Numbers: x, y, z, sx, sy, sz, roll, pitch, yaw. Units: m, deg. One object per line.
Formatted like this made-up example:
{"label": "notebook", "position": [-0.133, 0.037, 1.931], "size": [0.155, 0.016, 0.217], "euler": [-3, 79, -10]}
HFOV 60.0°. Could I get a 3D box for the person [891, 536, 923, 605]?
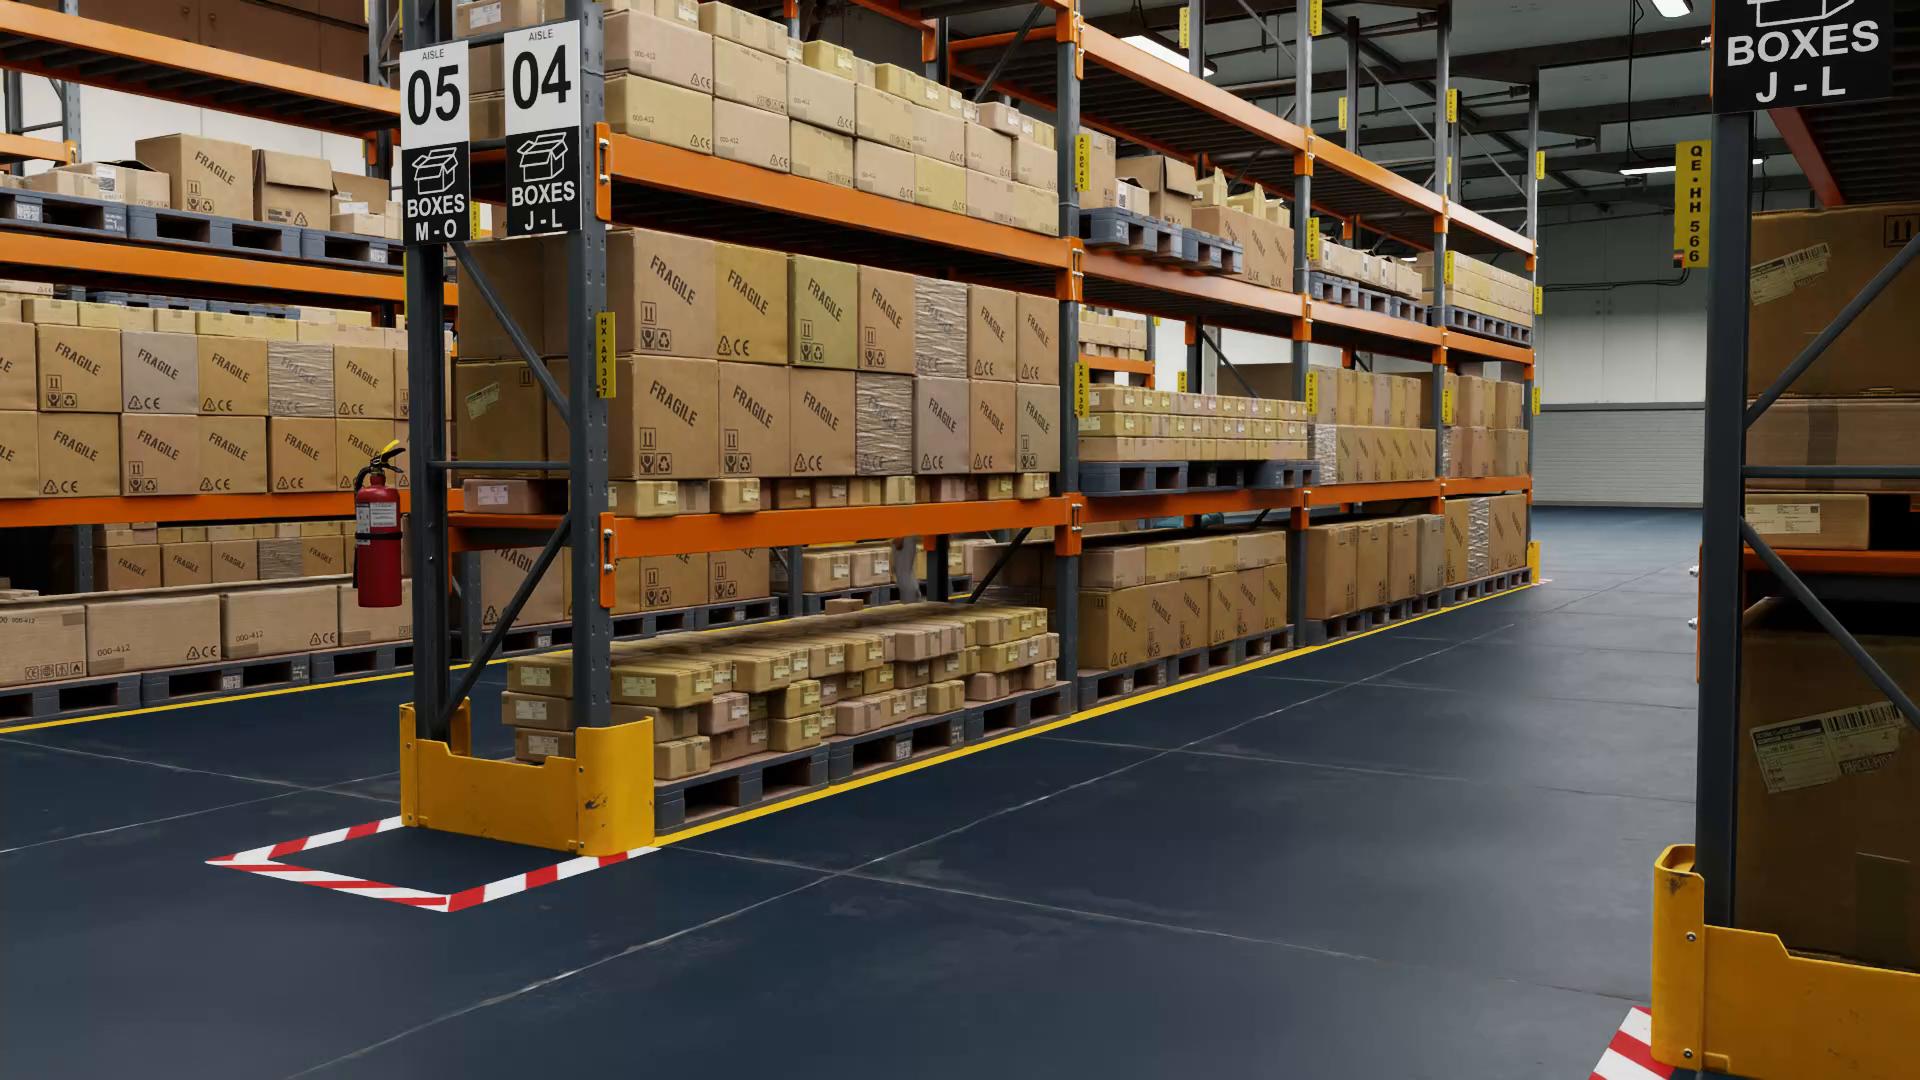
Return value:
{"label": "person", "position": [-0.496, -0.076, 15.315], "size": [0.399, 1.683, 0.588], "euler": [0, 3, -1]}
